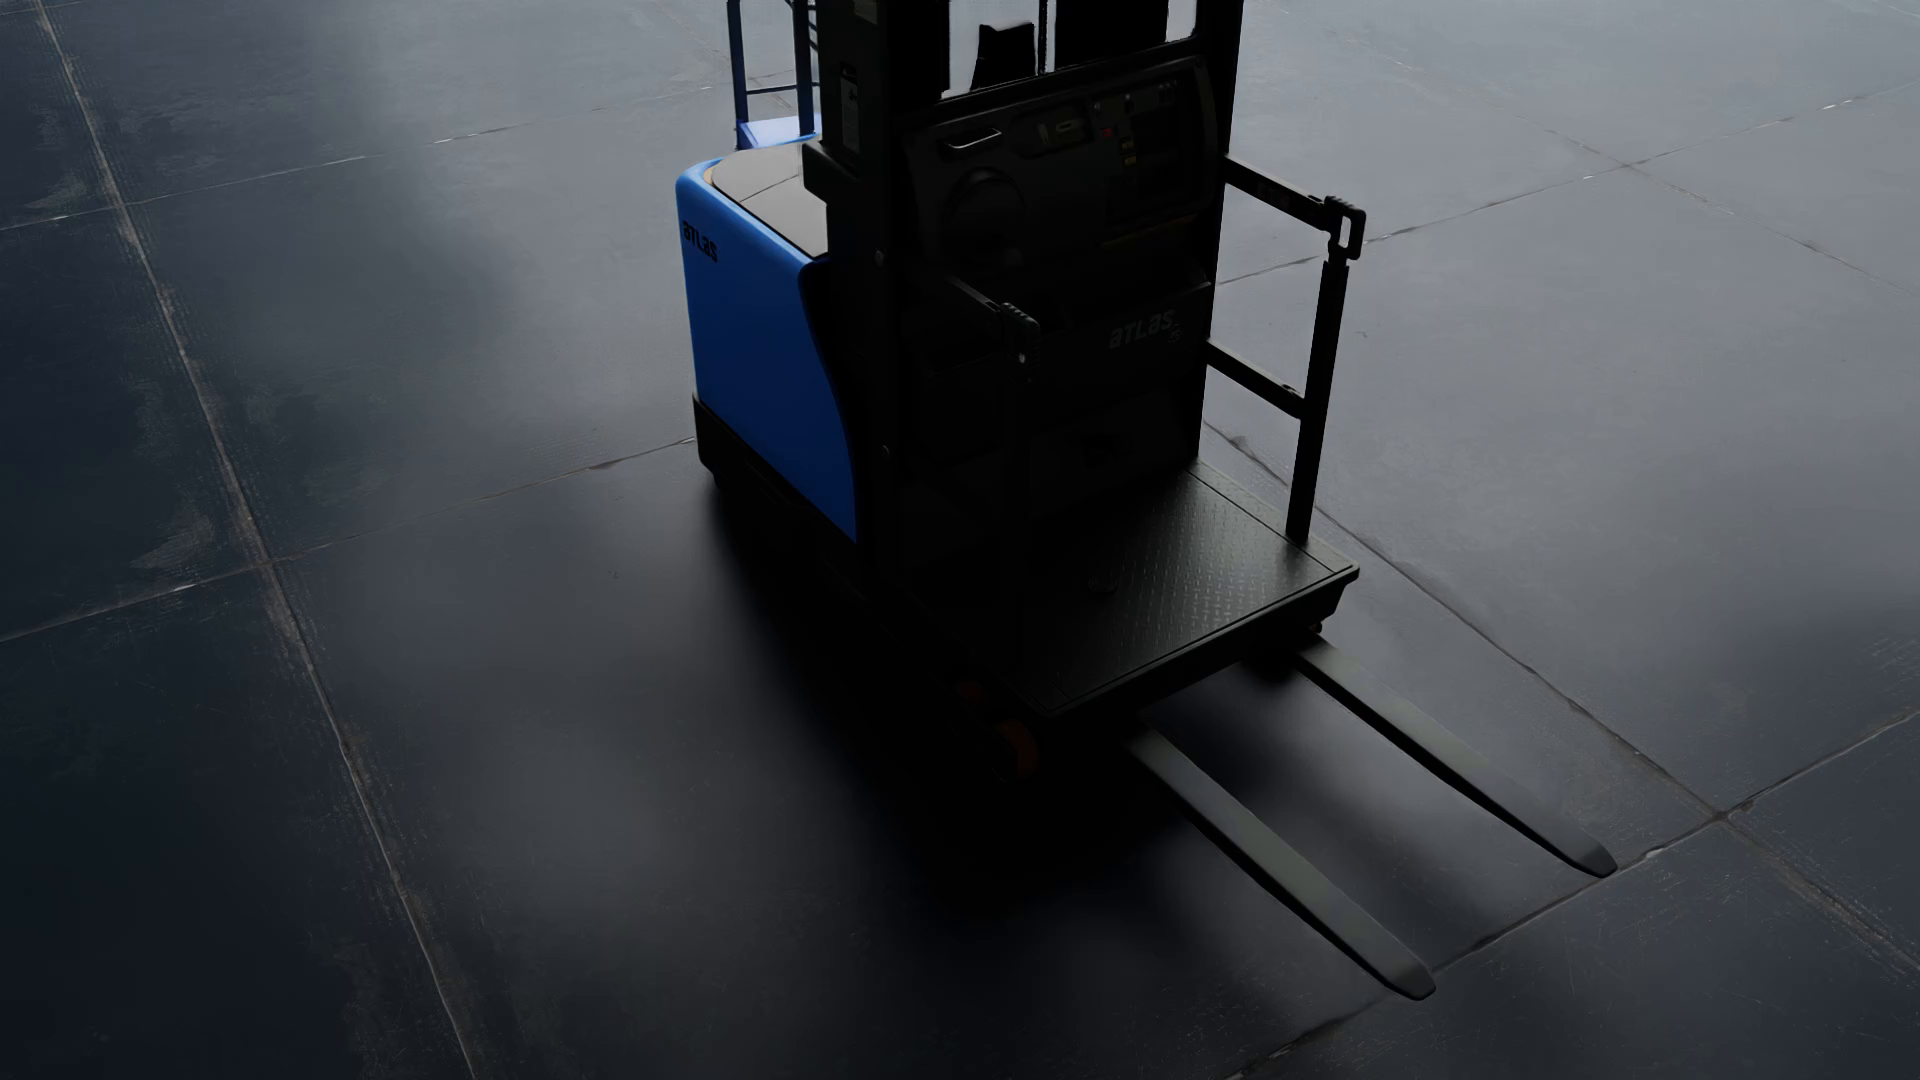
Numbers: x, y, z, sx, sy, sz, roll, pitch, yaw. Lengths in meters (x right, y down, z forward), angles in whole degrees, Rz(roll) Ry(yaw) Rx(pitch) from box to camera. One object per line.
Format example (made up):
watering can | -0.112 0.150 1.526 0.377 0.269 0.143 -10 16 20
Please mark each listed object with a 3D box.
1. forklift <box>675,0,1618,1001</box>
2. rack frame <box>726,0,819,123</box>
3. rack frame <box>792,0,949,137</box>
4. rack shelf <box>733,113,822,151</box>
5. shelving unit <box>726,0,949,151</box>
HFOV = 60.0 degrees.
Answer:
forklift | 0.386 -0.871 3.957 1.130 2.935 3.031 -22 42 -27
rack frame | -0.615 -1.729 6.346 0.500 1.500 0.032 -12 38 -16
rack frame | -0.278 -1.164 5.572 0.500 1.500 0.032 -12 38 -16
rack shelf | -0.447 -1.301 6.065 0.538 0.185 1.000 -12 38 -16
shelving unit | -0.447 -1.447 5.959 0.538 1.500 1.048 -12 38 -16
